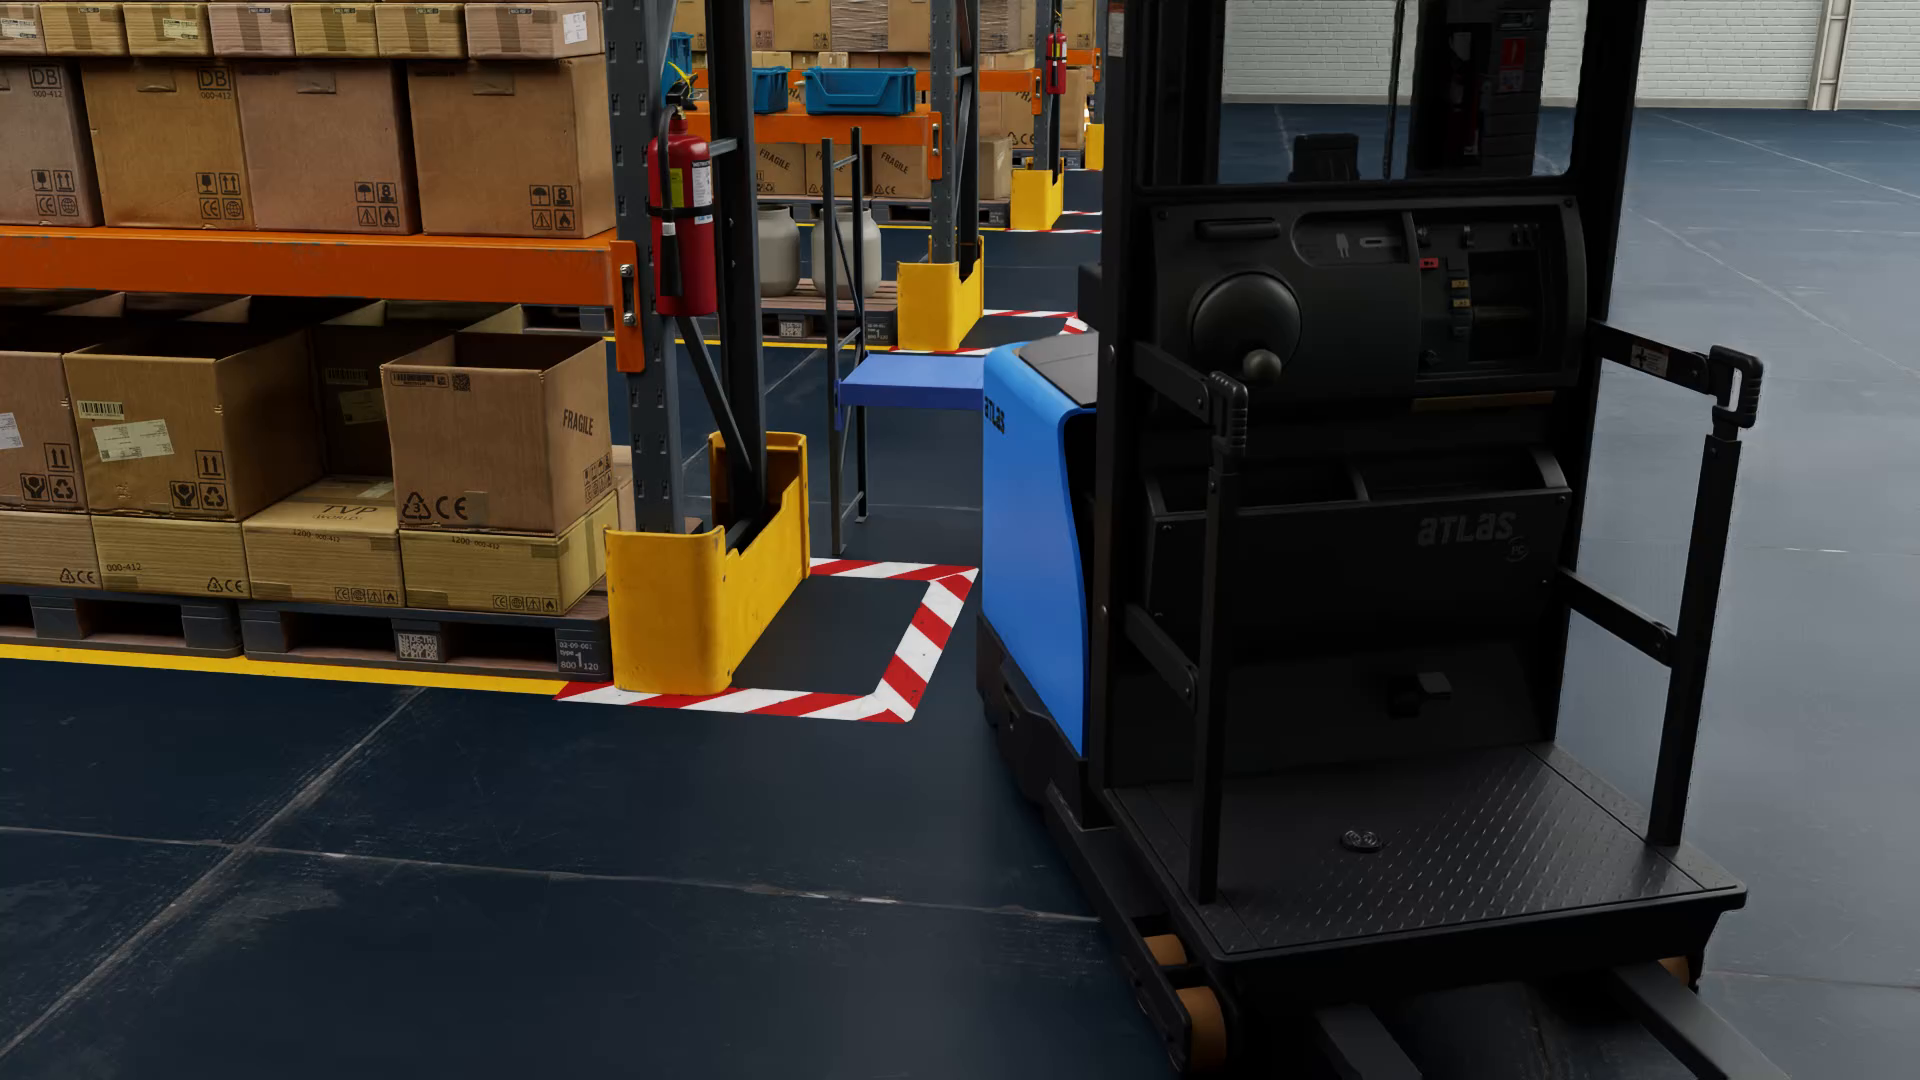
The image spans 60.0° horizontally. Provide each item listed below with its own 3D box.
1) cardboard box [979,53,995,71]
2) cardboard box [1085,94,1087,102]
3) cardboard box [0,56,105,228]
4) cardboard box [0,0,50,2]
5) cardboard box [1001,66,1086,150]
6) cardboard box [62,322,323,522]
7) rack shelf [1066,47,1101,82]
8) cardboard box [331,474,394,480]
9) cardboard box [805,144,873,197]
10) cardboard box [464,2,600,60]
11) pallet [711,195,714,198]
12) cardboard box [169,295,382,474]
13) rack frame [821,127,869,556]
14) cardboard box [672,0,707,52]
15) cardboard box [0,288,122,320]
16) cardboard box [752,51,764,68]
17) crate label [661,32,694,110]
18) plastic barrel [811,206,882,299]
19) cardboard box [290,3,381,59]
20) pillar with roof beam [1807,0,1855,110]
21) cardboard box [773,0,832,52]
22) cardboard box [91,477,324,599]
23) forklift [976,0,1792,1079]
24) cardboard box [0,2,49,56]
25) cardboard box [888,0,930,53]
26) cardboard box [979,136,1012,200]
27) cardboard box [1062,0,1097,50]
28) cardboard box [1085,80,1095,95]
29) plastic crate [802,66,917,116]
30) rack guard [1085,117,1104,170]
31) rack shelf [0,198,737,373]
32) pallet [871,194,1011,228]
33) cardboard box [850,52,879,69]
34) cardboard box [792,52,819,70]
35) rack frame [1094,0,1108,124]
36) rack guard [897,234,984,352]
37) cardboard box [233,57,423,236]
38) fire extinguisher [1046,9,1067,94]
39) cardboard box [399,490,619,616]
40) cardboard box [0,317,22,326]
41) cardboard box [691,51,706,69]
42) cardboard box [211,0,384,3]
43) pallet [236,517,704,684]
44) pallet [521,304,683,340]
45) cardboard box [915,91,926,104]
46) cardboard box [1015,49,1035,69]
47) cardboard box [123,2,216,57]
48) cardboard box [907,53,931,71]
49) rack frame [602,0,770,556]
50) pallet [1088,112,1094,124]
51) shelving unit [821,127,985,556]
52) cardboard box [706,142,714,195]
[{"bbox_3d":[0.202,-4.096,14.213,0.250,0.149,0.380,3,19,9],"label":"cardboard box"},{"bbox_3d":[1.582,-6.380,24.314,0.500,0.250,0.500,3,19,8],"label":"cardboard box"},{"bbox_3d":[-2.800,-1.301,5.307,0.500,0.500,0.700,3,19,10],"label":"cardboard box"},{"bbox_3d":[-2.836,-1.917,5.103,0.500,0.500,0.700,3,19,9],"label":"cardboard box"},{"bbox_3d":[0.969,-5.006,19.225,0.875,0.875,0.875,3,19,9],"label":"cardboard box"},{"bbox_3d":[-2.379,-0.380,5.200,0.500,0.500,0.500,3,19,9],"label":"cardboard box"},{"bbox_3d":[-0.326,-5.561,19.329,4.000,0.370,1.077,3,19,9],"label":"rack shelf"},{"bbox_3d":[-1.801,-0.165,5.741,0.500,0.250,0.500,3,19,9],"label":"cardboard box"},{"bbox_3d":[-1.062,-3.360,14.895,0.500,0.500,0.500,5,19,14],"label":"cardboard box"},{"bbox_3d":[-1.220,-1.464,4.771,0.250,0.149,0.380,3,19,8],"label":"cardboard box"},{"bbox_3d":[-2.518,-3.109,15.262,1.213,0.211,1.003,3,19,9],"label":"pallet"},{"bbox_3d":[-2.296,-0.542,5.687,0.500,0.500,0.500,3,19,9],"label":"cardboard box"},{"bbox_3d":[-0.418,-0.733,6.129,0.032,1.500,0.500,3,19,9],"label":"rack frame"},{"bbox_3d":[-2.264,-4.564,14.590,0.500,0.500,0.875,3,19,9],"label":"cardboard box"},{"bbox_3d":[-3.283,-0.594,5.840,0.500,0.500,0.500,3,19,9],"label":"cardboard box"},{"bbox_3d":[-1.784,-4.175,14.448,0.250,0.149,0.380,3,19,9],"label":"cardboard box"},{"bbox_3d":[-1.883,-2.726,9.666,0.616,0.435,0.502,3,19,9],"label":"crate label"},{"bbox_3d":[-0.685,-1.729,10.003,0.421,0.512,0.421,0,18,0],"label":"plastic barrel"},{"bbox_3d":[-1.731,-1.489,4.847,0.250,0.149,0.380,3,19,8],"label":"cardboard box"},{"bbox_3d":[13.739,-10.122,22.373,0.400,9.000,9.100,3,19,9],"label":"pillar with roof beam"},{"bbox_3d":[-1.267,-4.532,14.495,0.500,0.500,0.875,3,19,9],"label":"cardboard box"},{"bbox_3d":[-2.378,-0.025,5.322,0.500,0.250,0.500,3,19,9],"label":"cardboard box"},{"bbox_3d":[0.879,-0.489,3.147,1.130,2.935,3.031,-4,19,-12],"label":"forklift"},{"bbox_3d":[-2.752,-1.541,5.002,0.250,0.149,0.380,3,19,8],"label":"cardboard box"},{"bbox_3d":[-0.289,-4.465,14.294,0.500,0.500,0.875,3,19,9],"label":"cardboard box"},{"bbox_3d":[0.149,-3.303,14.725,0.500,0.500,0.500,7,20,19],"label":"cardboard box"},{"bbox_3d":[1.276,-5.877,18.904,0.550,0.550,0.875,3,19,9],"label":"cardboard box"},{"bbox_3d":[2.115,-7.760,28.441,0.500,0.250,0.500,3,19,9],"label":"cardboard box"},{"bbox_3d":[-0.565,-2.562,9.467,0.616,0.251,0.499,3,19,9],"label":"plastic crate"},{"bbox_3d":[1.673,-4.615,19.307,0.348,0.500,1.175,3,19,9],"label":"rack guard"},{"bbox_3d":[-2.787,-0.909,5.426,4.000,0.370,1.077,3,19,9],"label":"rack shelf"},{"bbox_3d":[-0.109,-2.986,14.895,1.213,0.211,1.003,3,19,9],"label":"pallet"},{"bbox_3d":[-0.788,-4.141,14.348,0.250,0.149,0.380,3,19,9],"label":"cardboard box"},{"bbox_3d":[-1.285,-4.160,14.405,0.250,0.149,0.380,3,19,9],"label":"cardboard box"},{"bbox_3d":[1.649,-5.801,18.914,0.127,3.000,1.000,3,19,9],"label":"rack frame"},{"bbox_3d":[-0.105,-1.505,10.012,0.348,0.500,1.175,3,19,9],"label":"rack guard"},{"bbox_3d":[-1.791,-1.249,5.151,0.500,0.500,0.700,3,19,10],"label":"cardboard box"},{"bbox_3d":[0.803,-4.066,13.849,0.183,0.674,0.296,3,19,9],"label":"fire extinguisher"},{"bbox_3d":[-1.389,0.021,5.184,0.500,0.250,0.500,3,19,9],"label":"cardboard box"},{"bbox_3d":[-3.366,-0.430,5.350,0.500,0.500,0.500,3,19,9],"label":"cardboard box"},{"bbox_3d":[-2.278,-4.200,14.523,0.250,0.149,0.380,3,19,9],"label":"cardboard box"},{"bbox_3d":[-1.844,-1.867,4.953,0.500,0.500,0.700,2,19,7],"label":"cardboard box"},{"bbox_3d":[-1.574,0.148,5.529,1.213,0.211,1.003,3,19,9],"label":"pallet"},{"bbox_3d":[-2.108,-1.472,10.371,1.213,0.211,1.003,3,19,9],"label":"pallet"},{"bbox_3d":[-0.800,-5.097,19.494,0.875,0.875,0.875,3,19,9],"label":"cardboard box"},{"bbox_3d":[0.519,-4.222,14.591,0.250,0.149,0.380,3,19,9],"label":"cardboard box"},{"bbox_3d":[-2.238,-1.516,4.926,0.250,0.149,0.380,4,19,10],"label":"cardboard box"},{"bbox_3d":[-0.298,-4.110,14.255,0.250,0.149,0.380,3,19,9],"label":"cardboard box"},{"bbox_3d":[-0.812,-1.149,5.011,0.127,3.000,1.000,3,19,9],"label":"rack frame"},{"bbox_3d":[1.463,-6.091,24.174,1.213,0.211,1.003,3,19,9],"label":"pallet"},{"bbox_3d":[0.084,-0.707,6.052,1.048,1.500,0.538,3,19,9],"label":"shelving unit"},{"bbox_3d":[-2.231,-3.409,15.040,0.500,0.500,0.500,9,21,26],"label":"cardboard box"}]
